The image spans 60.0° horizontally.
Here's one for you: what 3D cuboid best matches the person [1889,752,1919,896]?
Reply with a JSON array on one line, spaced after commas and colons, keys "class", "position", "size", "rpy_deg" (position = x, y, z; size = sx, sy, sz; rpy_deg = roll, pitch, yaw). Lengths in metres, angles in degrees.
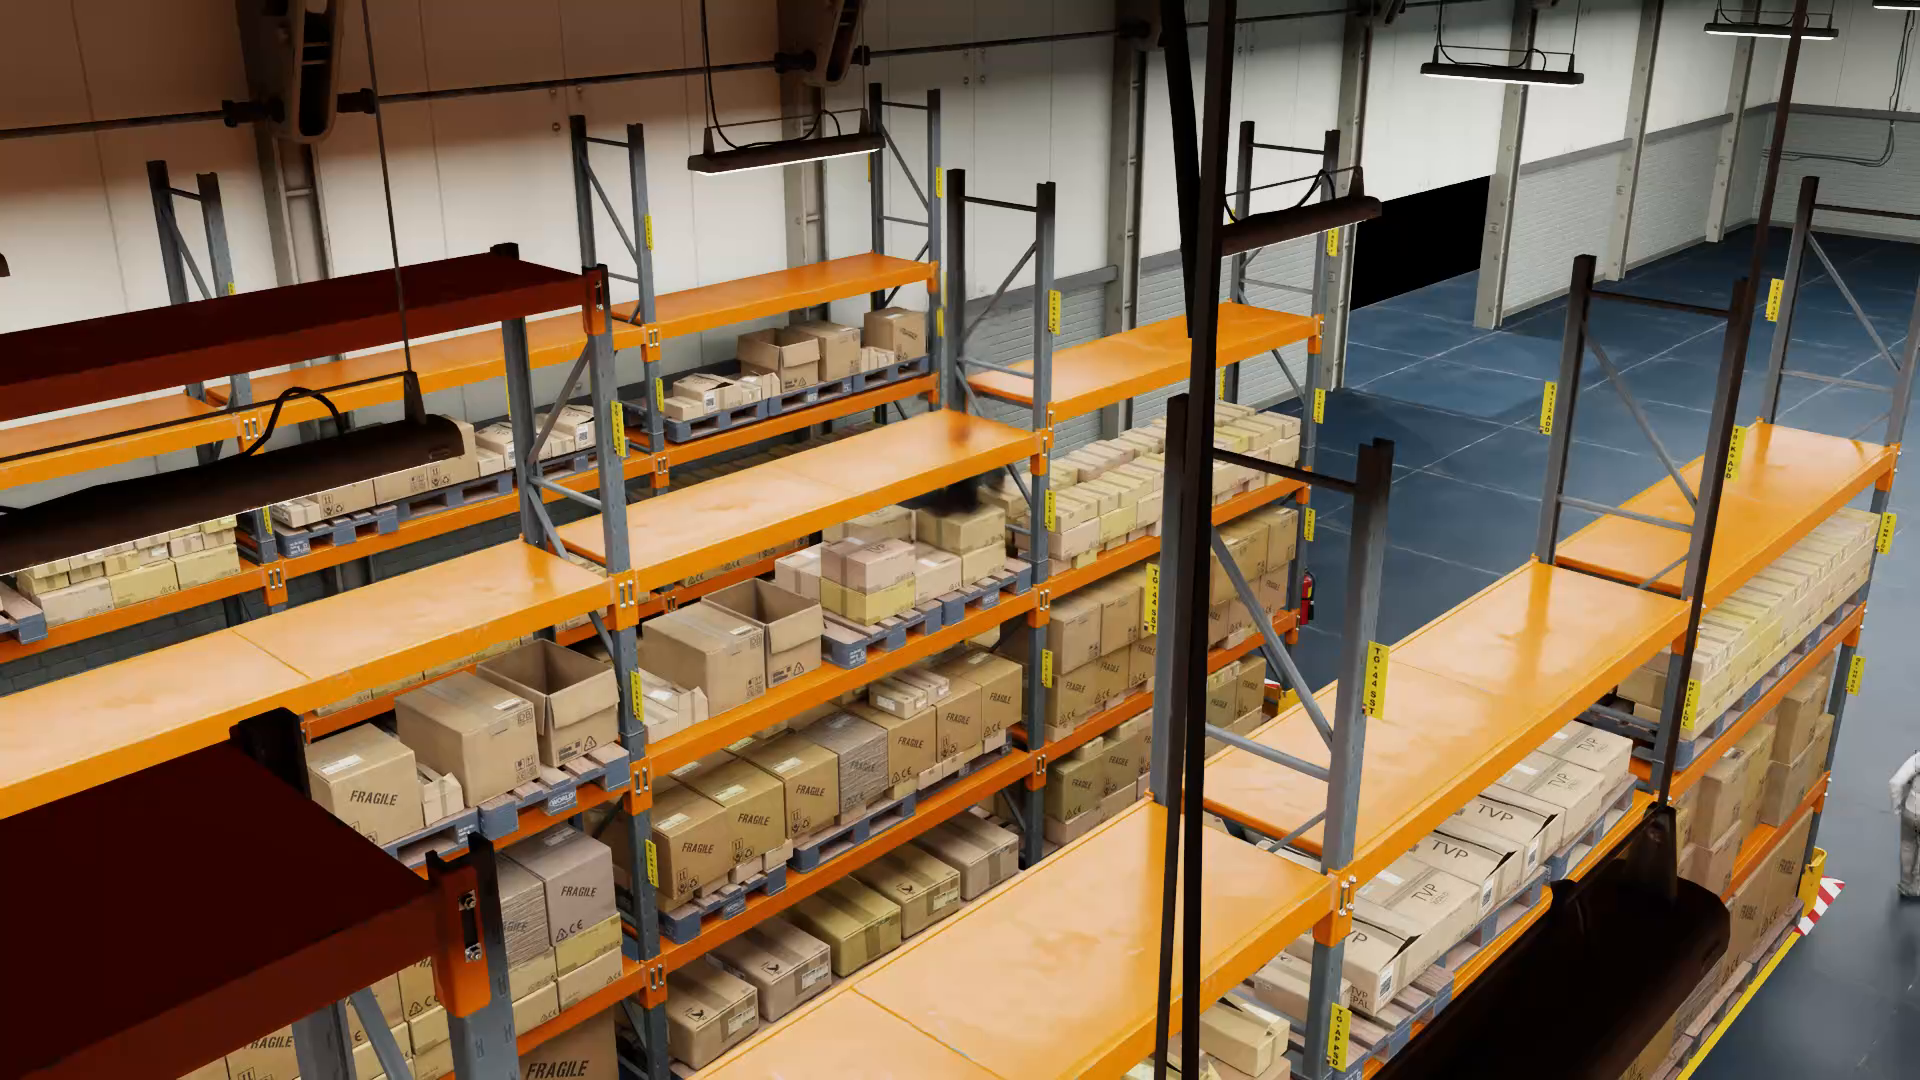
[{"class": "person", "position": [8.090, 2.287, 13.878], "size": [0.623, 1.671, 0.531], "rpy_deg": [10, 23, 24]}]
